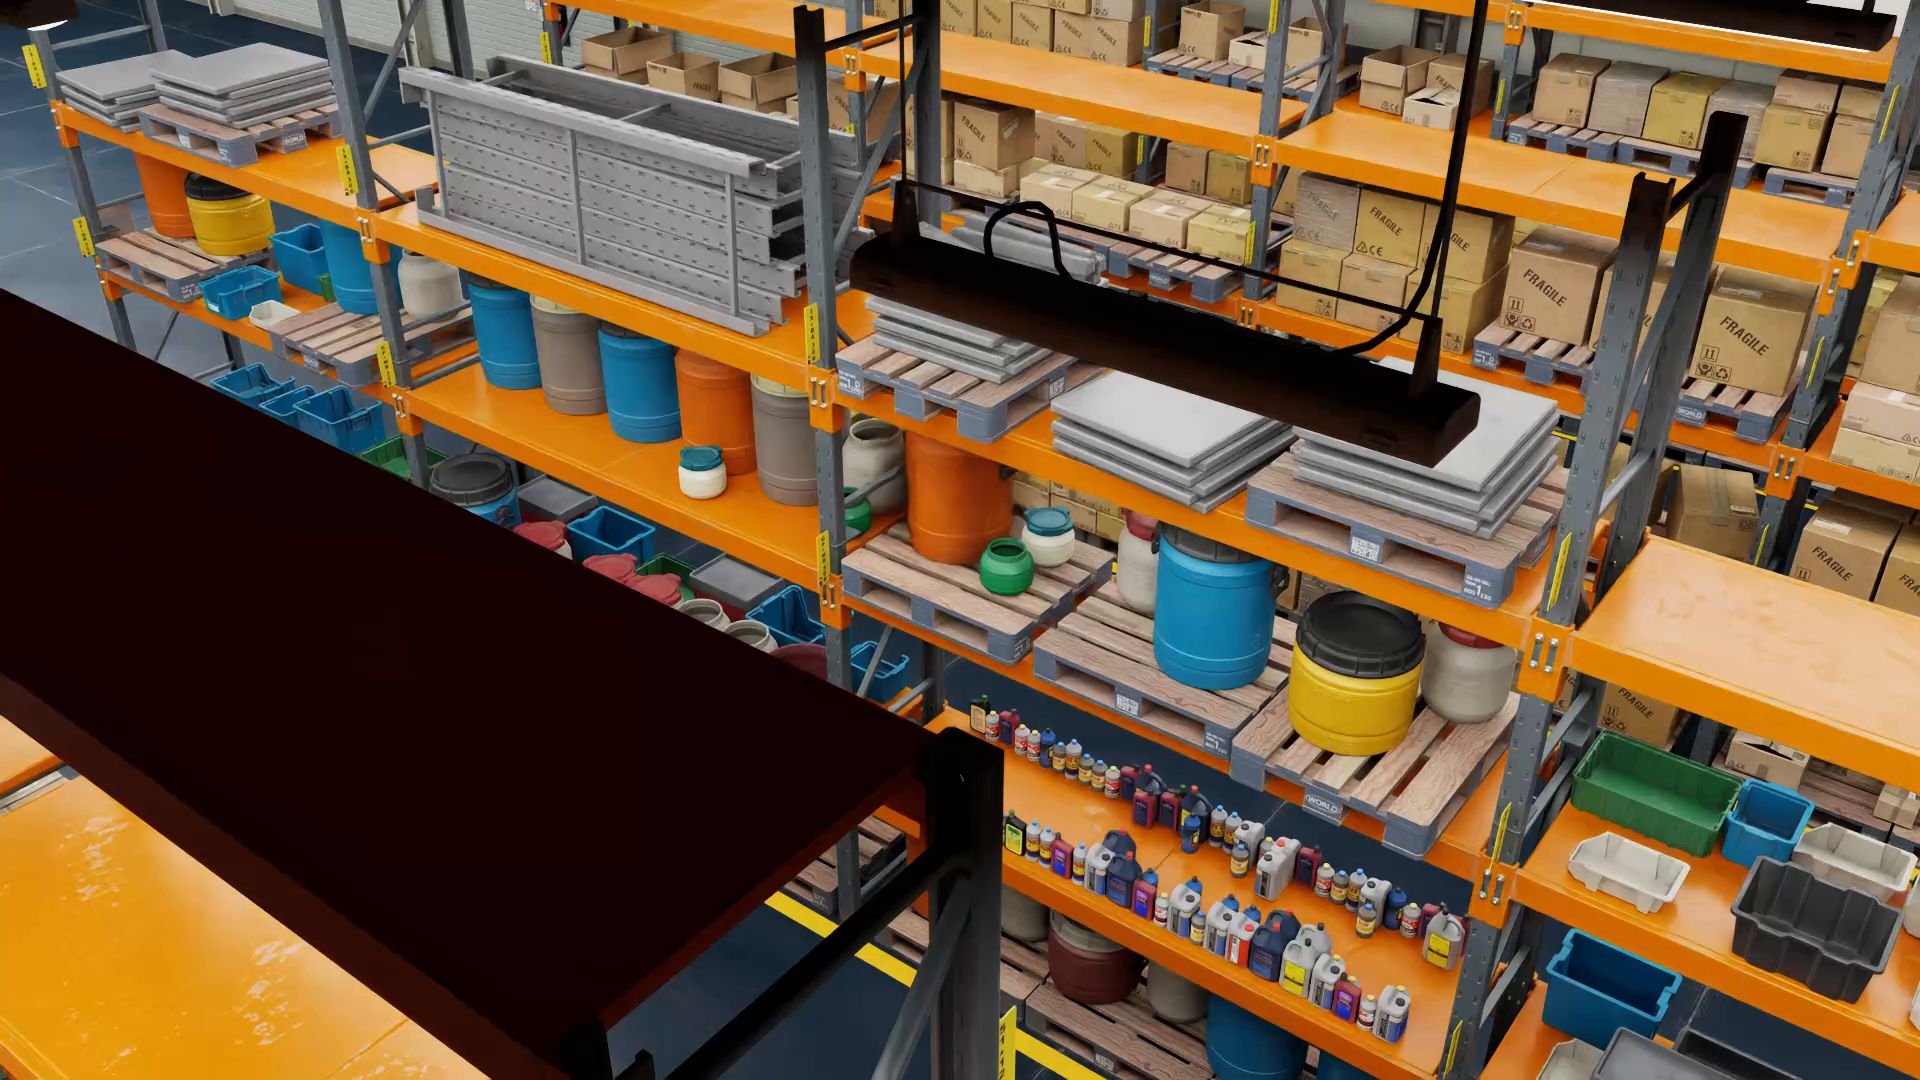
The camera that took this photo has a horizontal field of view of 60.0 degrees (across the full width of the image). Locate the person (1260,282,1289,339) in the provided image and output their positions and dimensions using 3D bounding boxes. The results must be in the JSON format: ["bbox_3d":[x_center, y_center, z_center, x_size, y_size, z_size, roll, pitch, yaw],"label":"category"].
[{"bbox_3d":[3.097,-1.851,16.707,0.954,1.623,0.500,9,33,14],"label":"person"}]
